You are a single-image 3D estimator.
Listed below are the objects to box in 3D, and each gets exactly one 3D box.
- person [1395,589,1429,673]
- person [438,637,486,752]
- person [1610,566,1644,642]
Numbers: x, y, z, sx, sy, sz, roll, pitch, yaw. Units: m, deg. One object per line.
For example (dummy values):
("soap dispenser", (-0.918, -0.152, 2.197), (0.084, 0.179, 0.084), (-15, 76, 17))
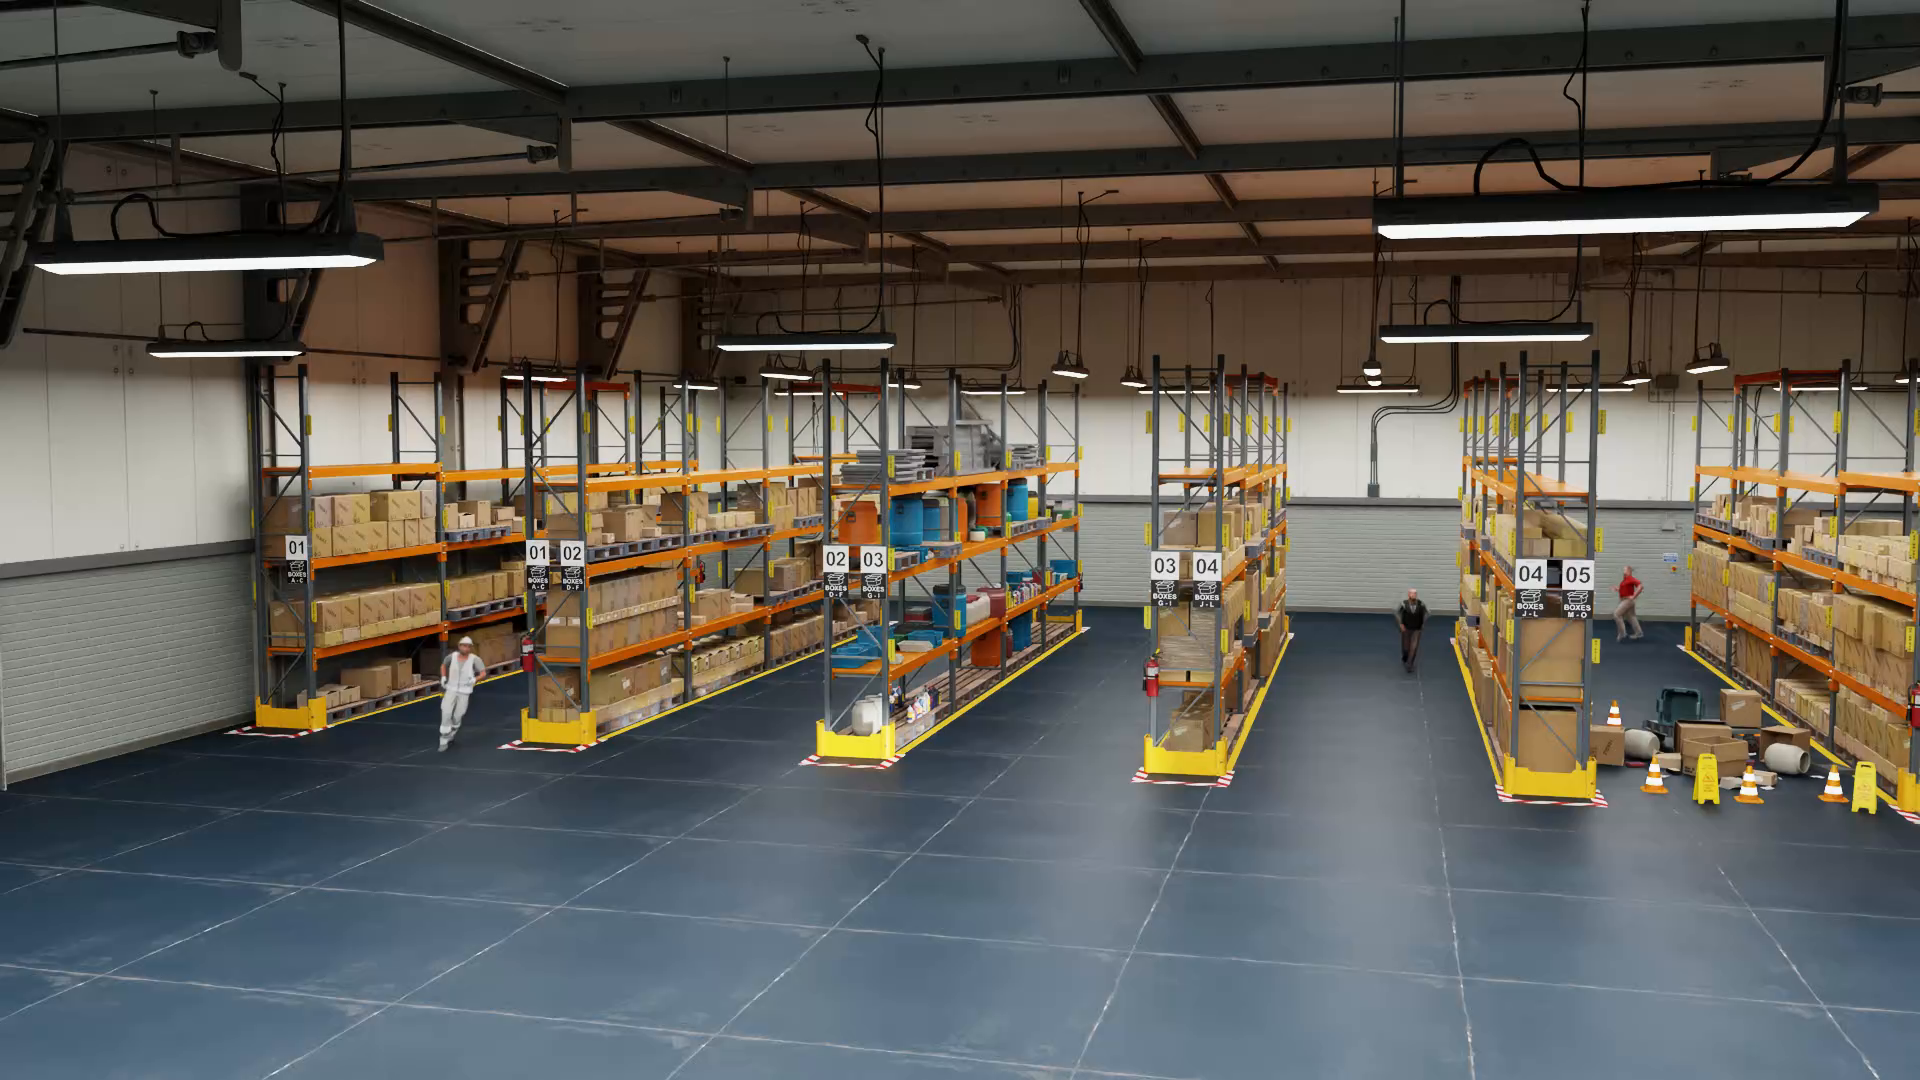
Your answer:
("person", (9.213, 1.833, 33.929), (0.683, 1.698, 0.739), (1, 4, 8))
("person", (-7.749, 2.380, 25.882), (0.729, 1.788, 0.843), (-1, 4, -12))
("person", (15.478, 1.487, 38.580), (0.773, 1.775, 0.656), (1, 4, 17))
